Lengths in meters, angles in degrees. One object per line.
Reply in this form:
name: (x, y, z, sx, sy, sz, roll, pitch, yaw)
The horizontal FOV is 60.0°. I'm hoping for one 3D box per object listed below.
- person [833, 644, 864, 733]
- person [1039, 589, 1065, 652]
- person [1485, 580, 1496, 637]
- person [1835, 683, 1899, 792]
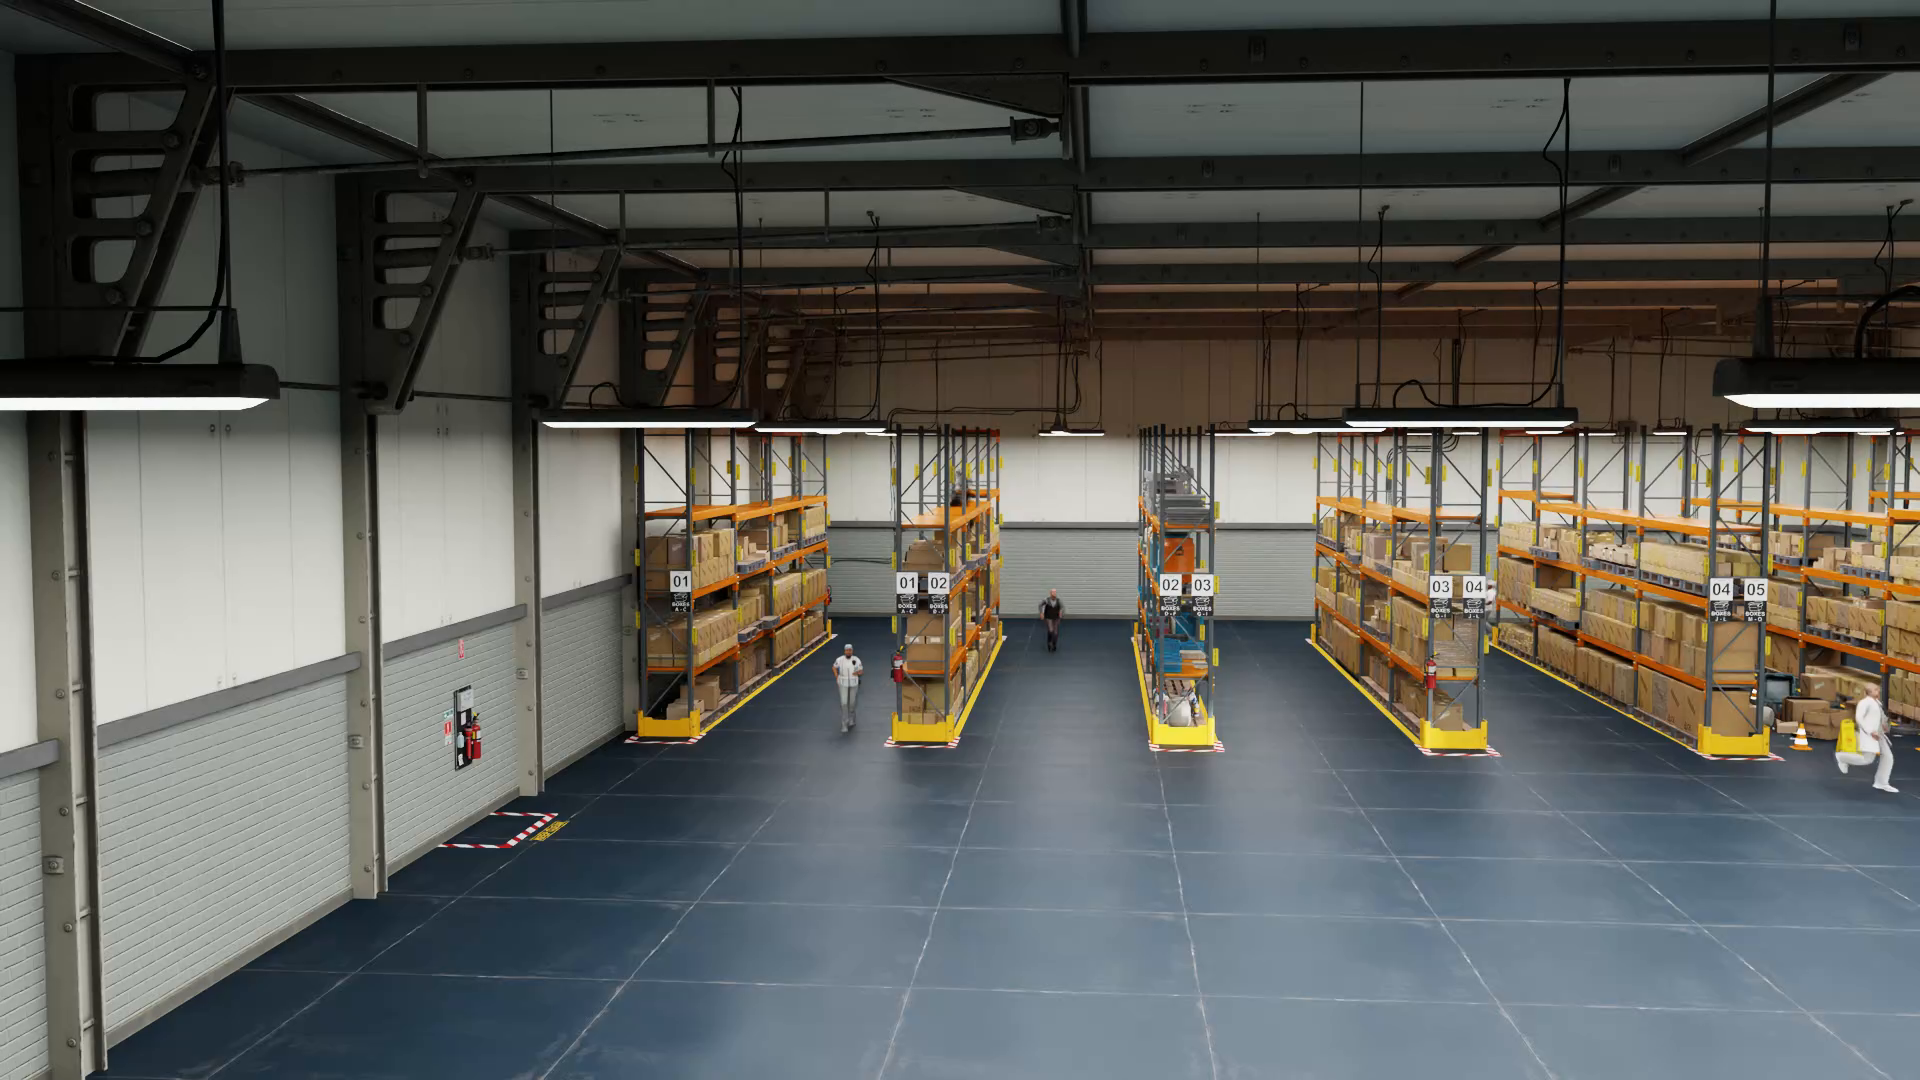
person: (-2.194, 2.901, 32.754, 0.586, 1.721, 0.736, -1, 4, -9)
person: (2.490, 2.163, 44.749, 0.691, 1.712, 0.709, -1, 4, -9)
person: (14.978, 1.981, 47.586, 0.698, 1.739, 0.813, 1, 4, 15)
person: (14.905, 3.215, 27.278, 0.711, 1.753, 0.946, -2, 4, -36)
